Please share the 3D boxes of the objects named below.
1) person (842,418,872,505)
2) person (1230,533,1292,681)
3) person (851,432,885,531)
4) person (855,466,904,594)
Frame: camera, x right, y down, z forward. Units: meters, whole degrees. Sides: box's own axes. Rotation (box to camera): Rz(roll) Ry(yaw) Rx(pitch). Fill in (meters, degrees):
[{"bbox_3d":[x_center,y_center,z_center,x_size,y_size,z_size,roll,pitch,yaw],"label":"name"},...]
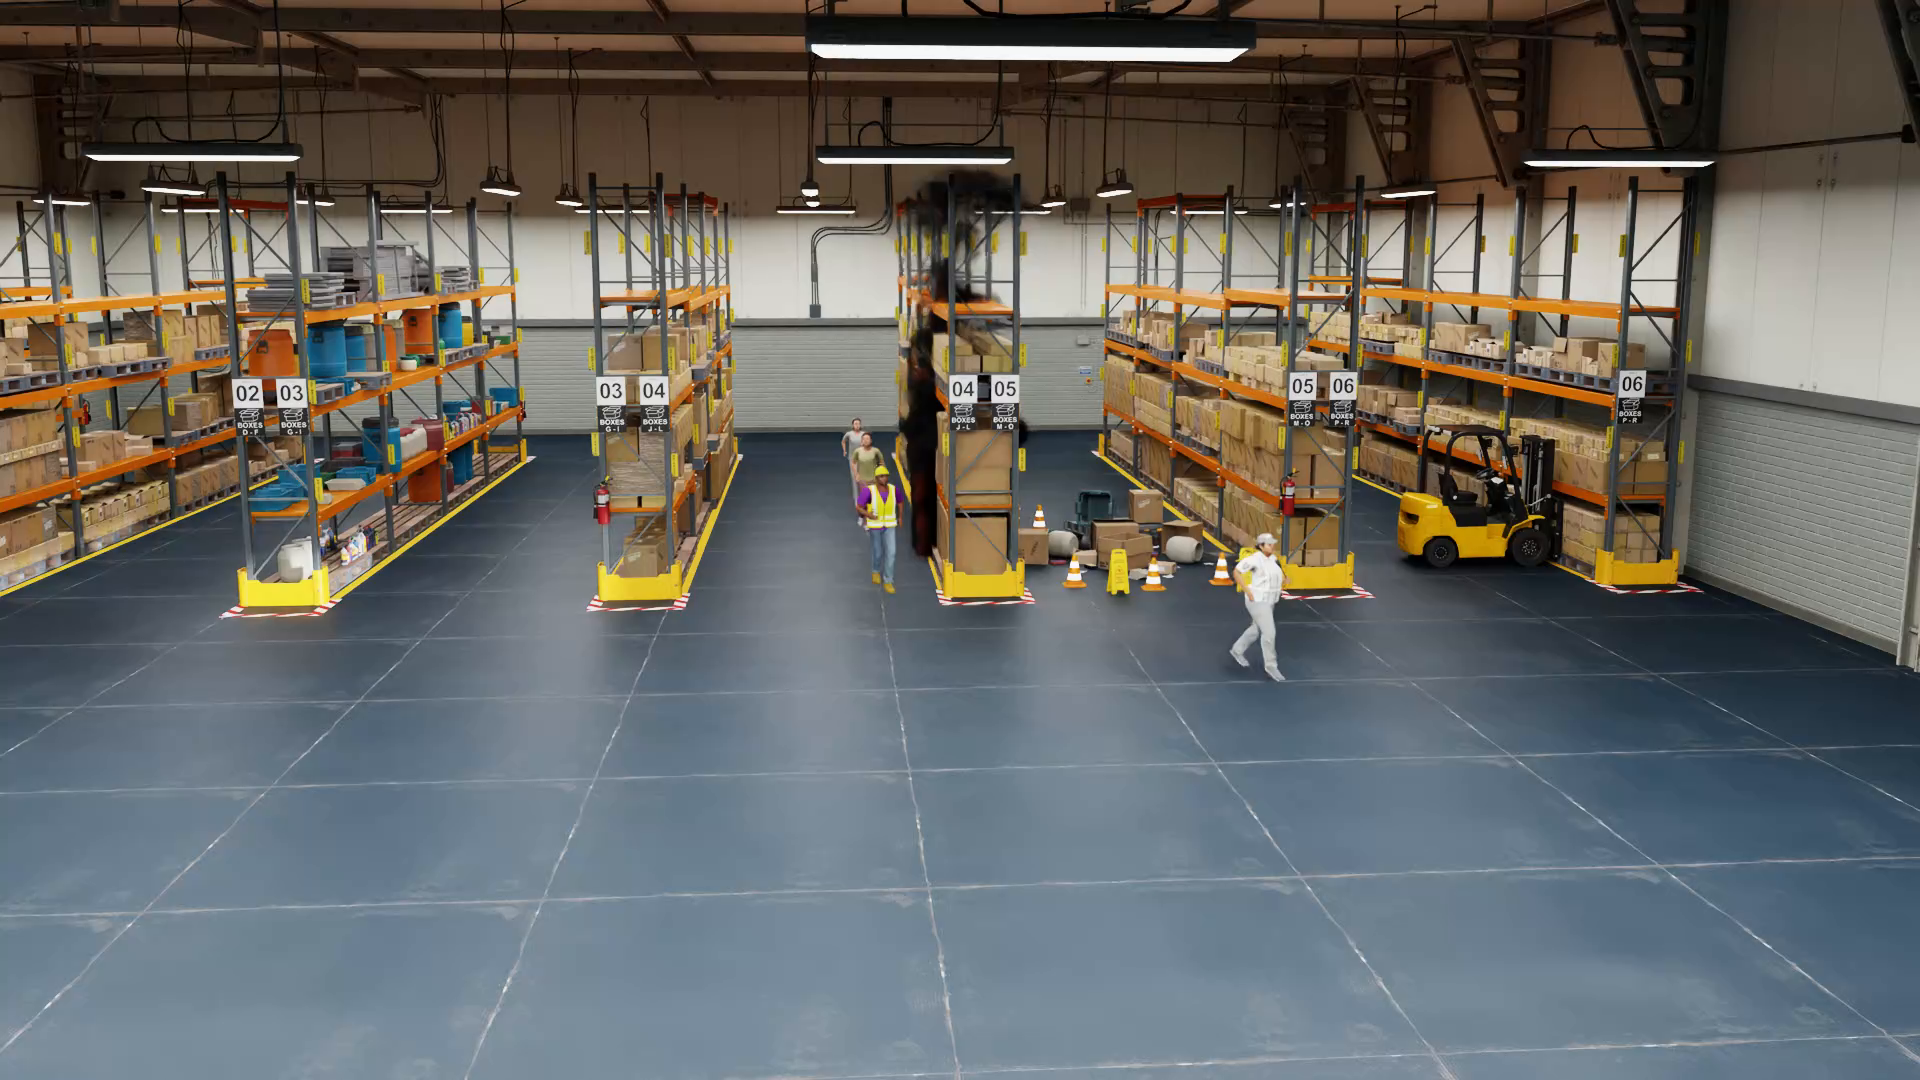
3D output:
[{"bbox_3d":[-2.020,-1.571,32.645,0.564,1.655,0.969,-2,10,-11],"label":"person"},{"bbox_3d":[3.546,0.762,19.617,0.837,1.719,0.594,8,13,39],"label":"person"},{"bbox_3d":[-1.544,-0.992,27.965,0.574,1.644,0.532,-1,10,-6],"label":"person"},{"bbox_3d":[-1.112,-0.176,23.642,0.738,1.765,0.838,-3,10,-15],"label":"person"}]
